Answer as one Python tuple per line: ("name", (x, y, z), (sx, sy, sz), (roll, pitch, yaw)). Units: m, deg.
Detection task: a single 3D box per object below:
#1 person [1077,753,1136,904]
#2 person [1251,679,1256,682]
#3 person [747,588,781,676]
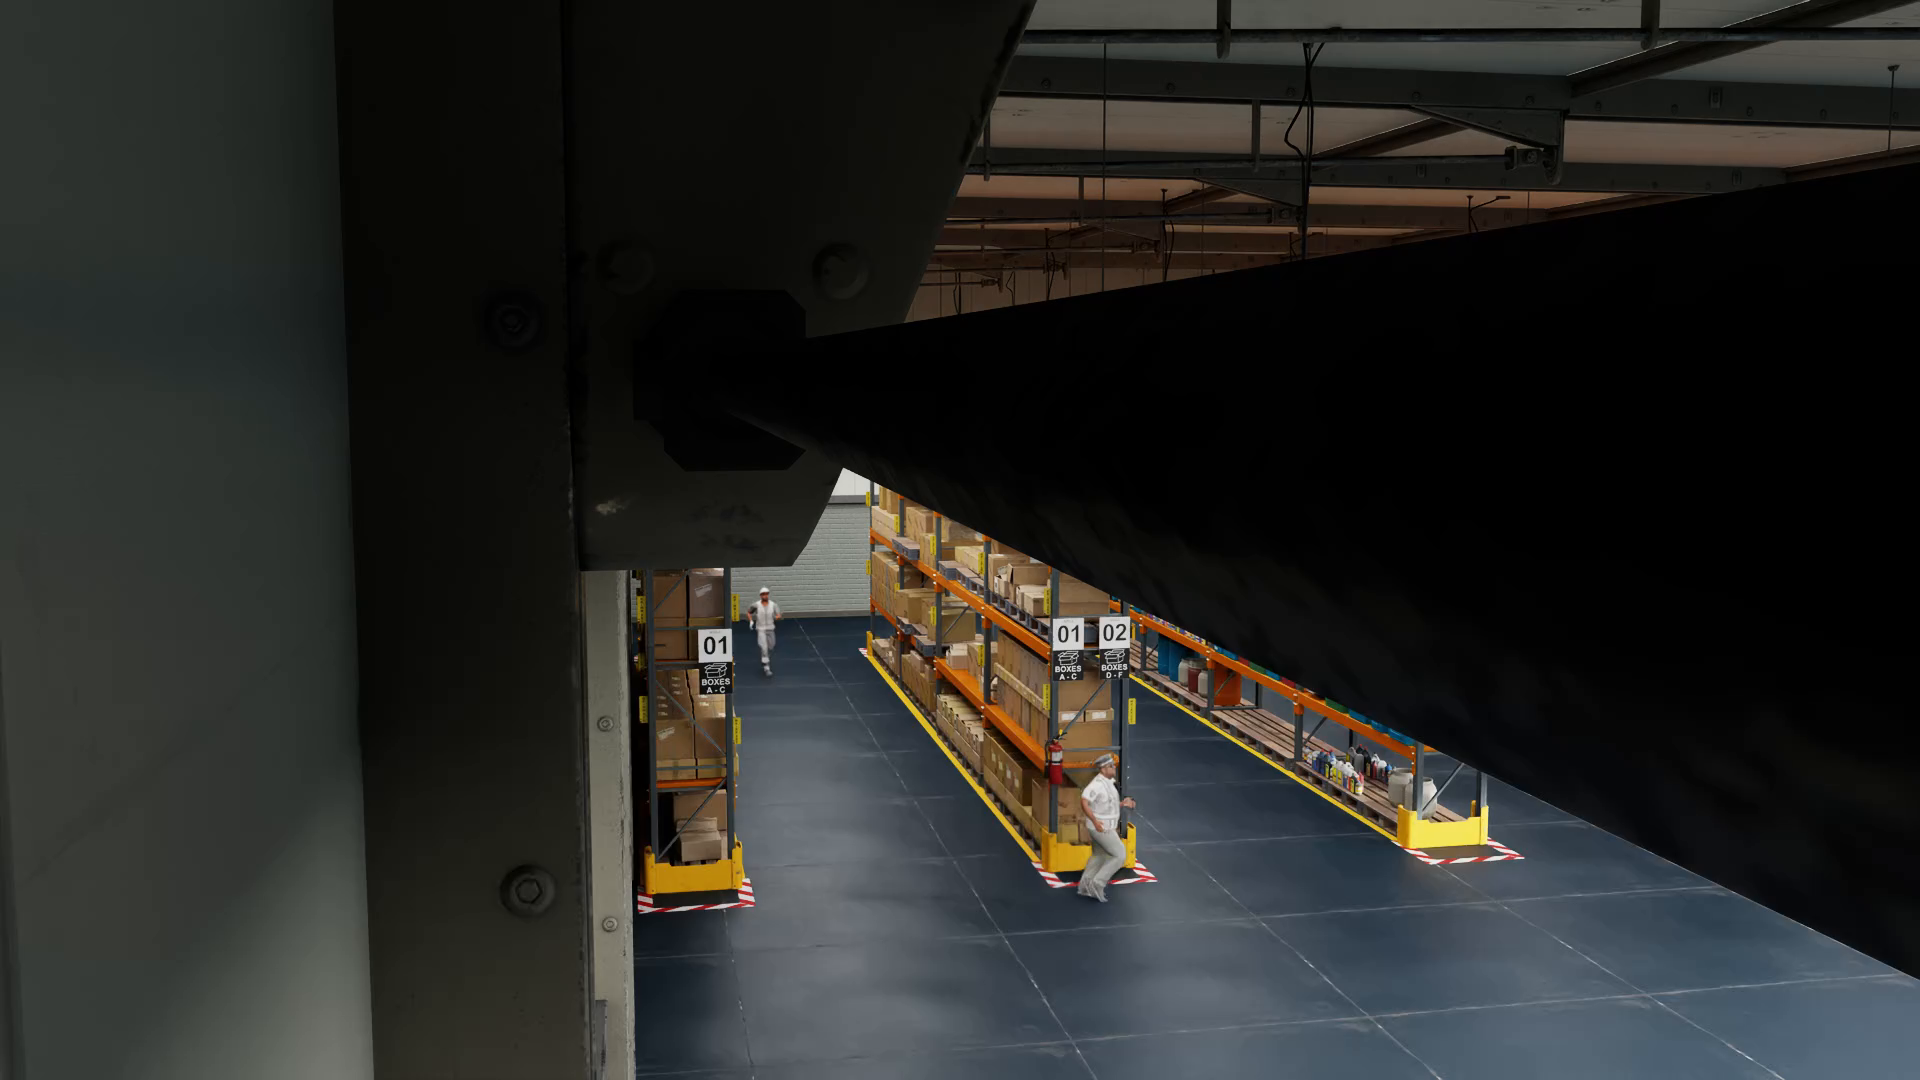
("person", (1.742, 3.407, 19.751), (0.692, 1.798, 0.632), (1, 6, 6))
("person", (6.000, 2.071, 33.370), (0.615, 1.606, 0.643), (-2, 6, -16))
("person", (-4.002, 1.855, 34.165), (0.661, 1.766, 1.000), (-3, 6, -23))
